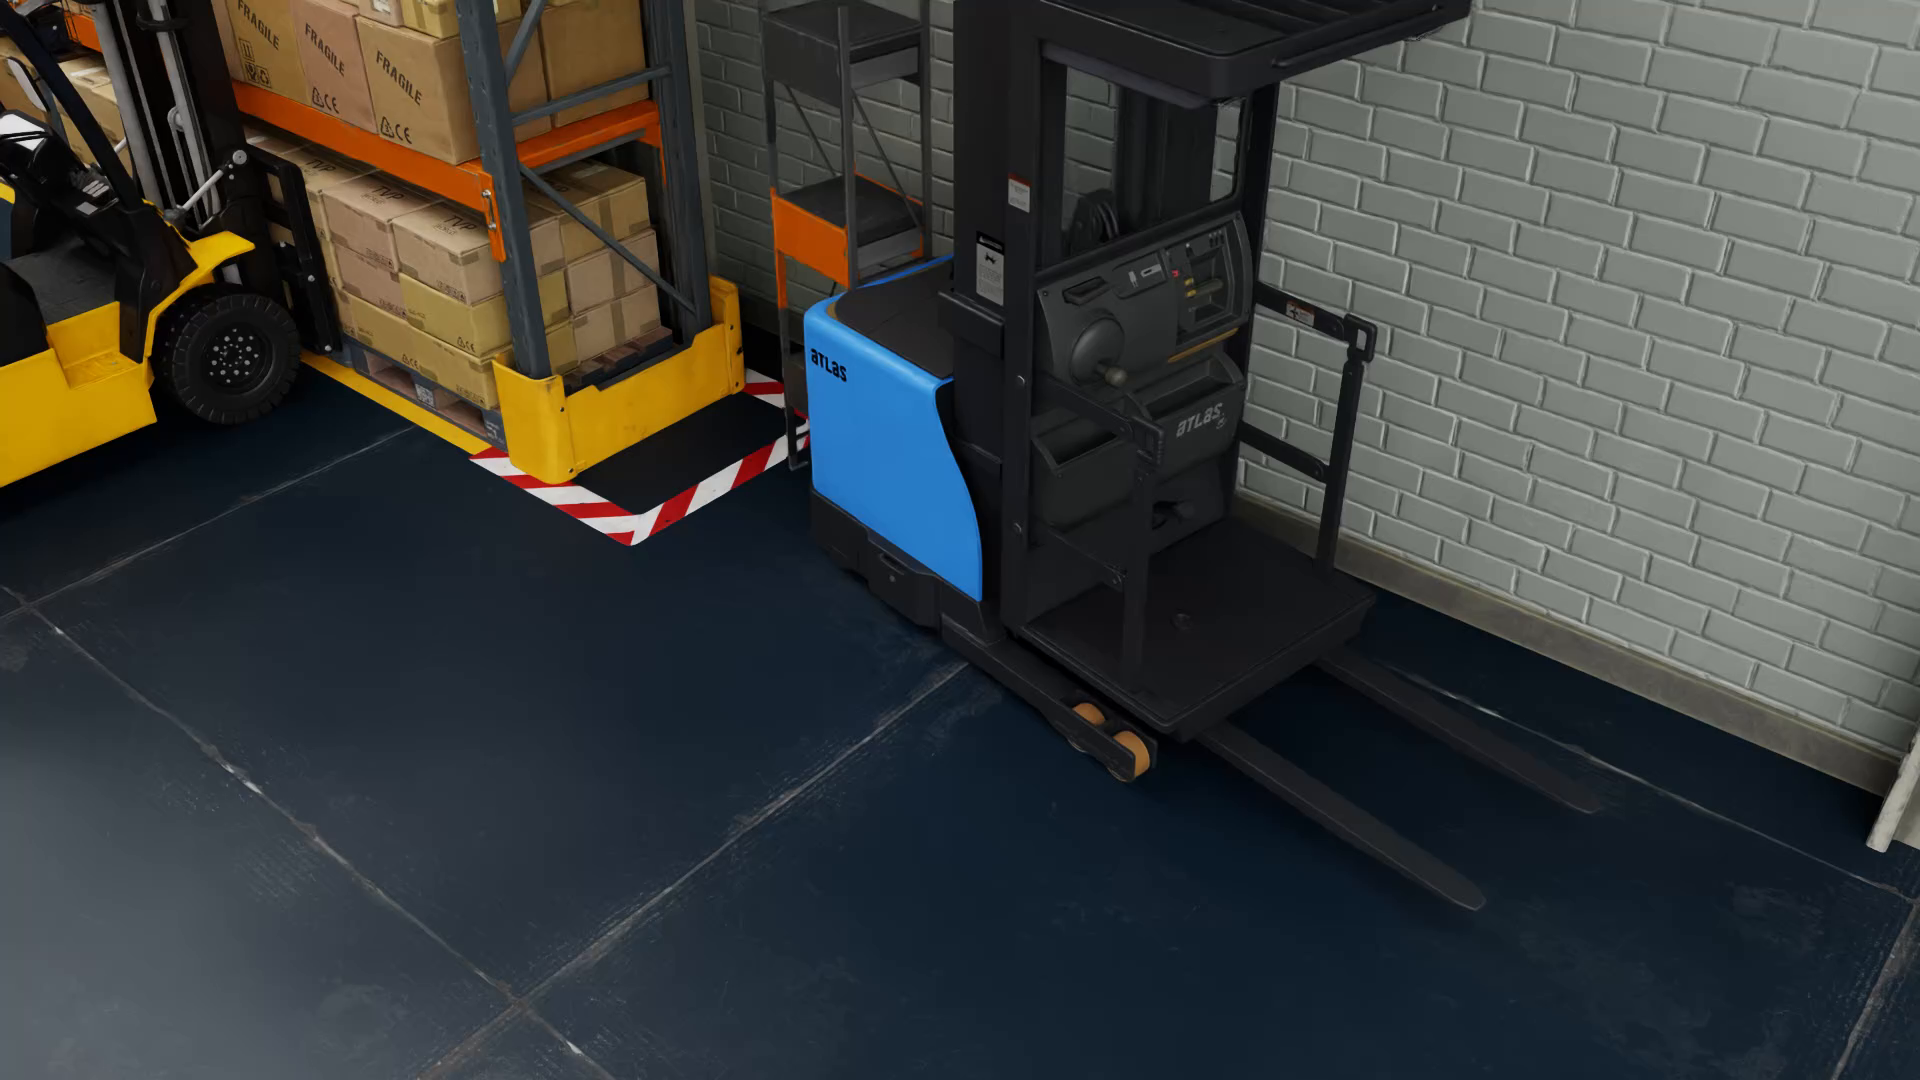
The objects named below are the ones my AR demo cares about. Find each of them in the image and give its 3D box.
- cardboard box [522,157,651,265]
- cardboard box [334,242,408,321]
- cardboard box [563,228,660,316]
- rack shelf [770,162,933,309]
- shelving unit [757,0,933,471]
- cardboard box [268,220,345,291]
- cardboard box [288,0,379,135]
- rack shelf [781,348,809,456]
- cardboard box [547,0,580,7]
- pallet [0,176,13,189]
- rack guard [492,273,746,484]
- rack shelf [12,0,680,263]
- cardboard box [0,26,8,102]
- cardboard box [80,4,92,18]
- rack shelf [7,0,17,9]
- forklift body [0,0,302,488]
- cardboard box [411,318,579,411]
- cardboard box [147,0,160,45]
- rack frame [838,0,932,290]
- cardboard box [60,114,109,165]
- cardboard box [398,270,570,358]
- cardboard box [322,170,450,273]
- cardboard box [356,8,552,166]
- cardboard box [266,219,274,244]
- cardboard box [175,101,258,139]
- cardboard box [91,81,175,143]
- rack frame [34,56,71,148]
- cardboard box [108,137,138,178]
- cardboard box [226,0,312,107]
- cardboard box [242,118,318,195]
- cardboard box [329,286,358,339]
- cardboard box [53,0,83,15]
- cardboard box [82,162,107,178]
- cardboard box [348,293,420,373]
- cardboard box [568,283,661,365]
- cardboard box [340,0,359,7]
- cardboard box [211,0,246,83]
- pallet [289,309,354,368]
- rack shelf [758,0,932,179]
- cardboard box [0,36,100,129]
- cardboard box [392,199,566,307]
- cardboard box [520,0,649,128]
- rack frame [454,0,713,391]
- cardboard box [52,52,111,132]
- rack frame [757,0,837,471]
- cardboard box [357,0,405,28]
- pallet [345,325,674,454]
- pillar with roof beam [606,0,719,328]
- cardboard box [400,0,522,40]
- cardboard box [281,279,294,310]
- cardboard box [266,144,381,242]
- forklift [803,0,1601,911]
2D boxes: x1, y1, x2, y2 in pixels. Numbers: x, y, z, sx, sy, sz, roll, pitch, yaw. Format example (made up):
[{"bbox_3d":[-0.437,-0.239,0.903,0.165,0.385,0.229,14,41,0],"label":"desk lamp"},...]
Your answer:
[{"bbox_3d":[-1.751,-1.492,7.447,0.500,0.250,0.500,25,41,31],"label":"cardboard box"},{"bbox_3d":[-2.455,-1.256,7.545,0.500,0.250,0.500,25,42,31],"label":"cardboard box"},{"bbox_3d":[-1.731,-1.290,7.595,0.500,0.250,0.500,26,42,33],"label":"cardboard box"},{"bbox_3d":[-0.423,-1.126,6.559,0.431,0.518,0.480,-26,42,-33],"label":"rack shelf"},{"bbox_3d":[-0.423,-1.137,6.551,0.431,2.100,0.503,-26,42,-33],"label":"shelving unit"},{"bbox_3d":[-2.865,-1.434,7.804,0.500,0.250,0.500,24,41,31],"label":"cardboard box"},{"bbox_3d":[-2.442,-2.081,7.042,0.500,0.500,0.500,27,43,33],"label":"cardboard box"},{"bbox_3d":[-0.423,-0.549,6.955,0.431,0.518,0.480,-26,42,-33],"label":"rack shelf"},{"bbox_3d":[-1.597,-2.328,6.829,0.250,0.149,0.380,24,41,31],"label":"cardboard box"},{"bbox_3d":[-5.168,-2.333,9.960,1.213,0.211,1.003,25,42,32],"label":"pallet"},{"bbox_3d":[-1.484,-0.744,7.392,0.348,0.500,1.175,25,42,32],"label":"rack guard"},{"bbox_3d":[-3.040,-2.211,7.956,4.000,0.370,1.077,25,42,32],"label":"rack shelf"},{"bbox_3d":[-5.576,-2.895,10.043,0.625,0.625,0.875,25,42,31],"label":"cardboard box"},{"bbox_3d":[-3.992,-2.818,8.115,0.500,0.500,0.500,26,42,33],"label":"cardboard box"},{"bbox_3d":[-6.114,-3.660,10.065,4.000,0.370,1.077,25,42,32],"label":"rack shelf"},{"bbox_3d":[-4.127,-1.327,6.782,1.214,2.155,2.313,25,42,32],"label":"forklift body"},{"bbox_3d":[-2.066,-0.856,7.404,0.500,0.250,0.500,26,42,32],"label":"cardboard box"},{"bbox_3d":[-3.602,-2.635,7.849,0.500,0.500,0.500,25,42,31],"label":"cardboard box"},{"bbox_3d":[-0.264,-1.033,6.399,0.400,2.100,0.015,-26,42,-33],"label":"rack frame"},{"bbox_3d":[-4.402,-2.169,8.874,0.500,0.250,0.500,25,42,32],"label":"cardboard box"},{"bbox_3d":[-2.077,-1.069,7.274,0.500,0.250,0.500,25,41,31],"label":"cardboard box"},{"bbox_3d":[-2.452,-1.449,7.385,0.500,0.250,0.500,26,42,33],"label":"cardboard box"},{"bbox_3d":[-2.049,-1.889,6.762,0.500,0.500,0.500,24,41,31],"label":"cardboard box"},{"bbox_3d":[-3.248,-1.616,8.070,0.500,0.250,0.500,25,42,32],"label":"cardboard box"},{"bbox_3d":[-3.629,-2.008,8.198,0.500,0.250,0.500,27,43,33],"label":"cardboard box"},{"bbox_3d":[-4.019,-2.183,8.453,0.500,0.250,0.500,25,42,32],"label":"cardboard box"},{"bbox_3d":[-4.577,-3.232,8.807,0.127,3.000,1.000,25,42,32],"label":"rack frame"},{"bbox_3d":[-4.014,-1.987,8.610,0.500,0.250,0.500,25,42,32],"label":"cardboard box"},{"bbox_3d":[-2.836,-2.266,7.312,0.500,0.500,0.500,24,41,31],"label":"cardboard box"},{"bbox_3d":[-3.231,-1.814,7.916,0.500,0.250,0.500,24,41,31],"label":"cardboard box"},{"bbox_3d":[-2.821,-1.225,7.942,0.500,0.250,0.500,26,42,32],"label":"cardboard box"},{"bbox_3d":[-4.403,-2.999,8.379,0.500,0.500,0.500,24,41,31],"label":"cardboard box"},{"bbox_3d":[-4.417,-1.953,9.002,0.500,0.250,0.500,26,42,32],"label":"cardboard box"},{"bbox_3d":[-2.442,-1.040,7.673,0.500,0.250,0.500,25,42,32],"label":"cardboard box"},{"bbox_3d":[-1.755,-1.086,7.740,0.500,0.250,0.500,25,42,32],"label":"cardboard box"},{"bbox_3d":[-2.324,-2.296,6.782,0.250,0.149,0.380,26,42,33],"label":"cardboard box"},{"bbox_3d":[-3.229,-2.443,7.570,0.500,0.500,0.500,26,42,32],"label":"cardboard box"},{"bbox_3d":[-3.050,-1.335,8.507,1.213,0.211,1.003,25,42,32],"label":"pallet"},{"bbox_3d":[-0.423,-1.703,6.163,0.431,0.518,0.480,-26,42,-33],"label":"rack shelf"},{"bbox_3d":[-4.985,-2.611,9.628,0.625,0.625,0.875,27,43,34],"label":"cardboard box"},{"bbox_3d":[-2.056,-1.266,7.119,0.500,0.250,0.500,27,43,33],"label":"cardboard box"},{"bbox_3d":[-1.706,-2.125,7.106,0.500,0.500,0.500,27,43,33],"label":"cardboard box"},{"bbox_3d":[-1.503,-1.783,6.697,0.127,3.000,1.000,25,42,32],"label":"rack frame"},{"bbox_3d":[-4.406,-2.372,8.729,0.500,0.250,0.500,25,41,31],"label":"cardboard box"},{"bbox_3d":[-0.583,-1.242,6.703,0.400,2.100,0.015,-26,42,-33],"label":"rack frame"},{"bbox_3d":[-2.164,-2.175,6.607,0.250,0.149,0.380,26,42,33],"label":"cardboard box"},{"bbox_3d":[-2.117,-0.893,7.863,1.213,0.211,1.003,25,42,32],"label":"pallet"},{"bbox_3d":[-4.215,-3.028,3.210,0.400,9.000,9.100,25,42,32],"label":"pillar with roof beam"},{"bbox_3d":[-1.948,-2.096,6.491,0.250,0.149,0.380,26,42,32],"label":"cardboard box"},{"bbox_3d":[-3.234,-1.404,8.202,0.500,0.250,0.500,27,43,33],"label":"cardboard box"},{"bbox_3d":[-2.846,-1.627,7.644,0.500,0.250,0.500,26,42,32],"label":"cardboard box"},{"bbox_3d":[0.749,-0.726,5.219,1.130,2.935,3.031,-26,42,-33],"label":"forklift"}]
